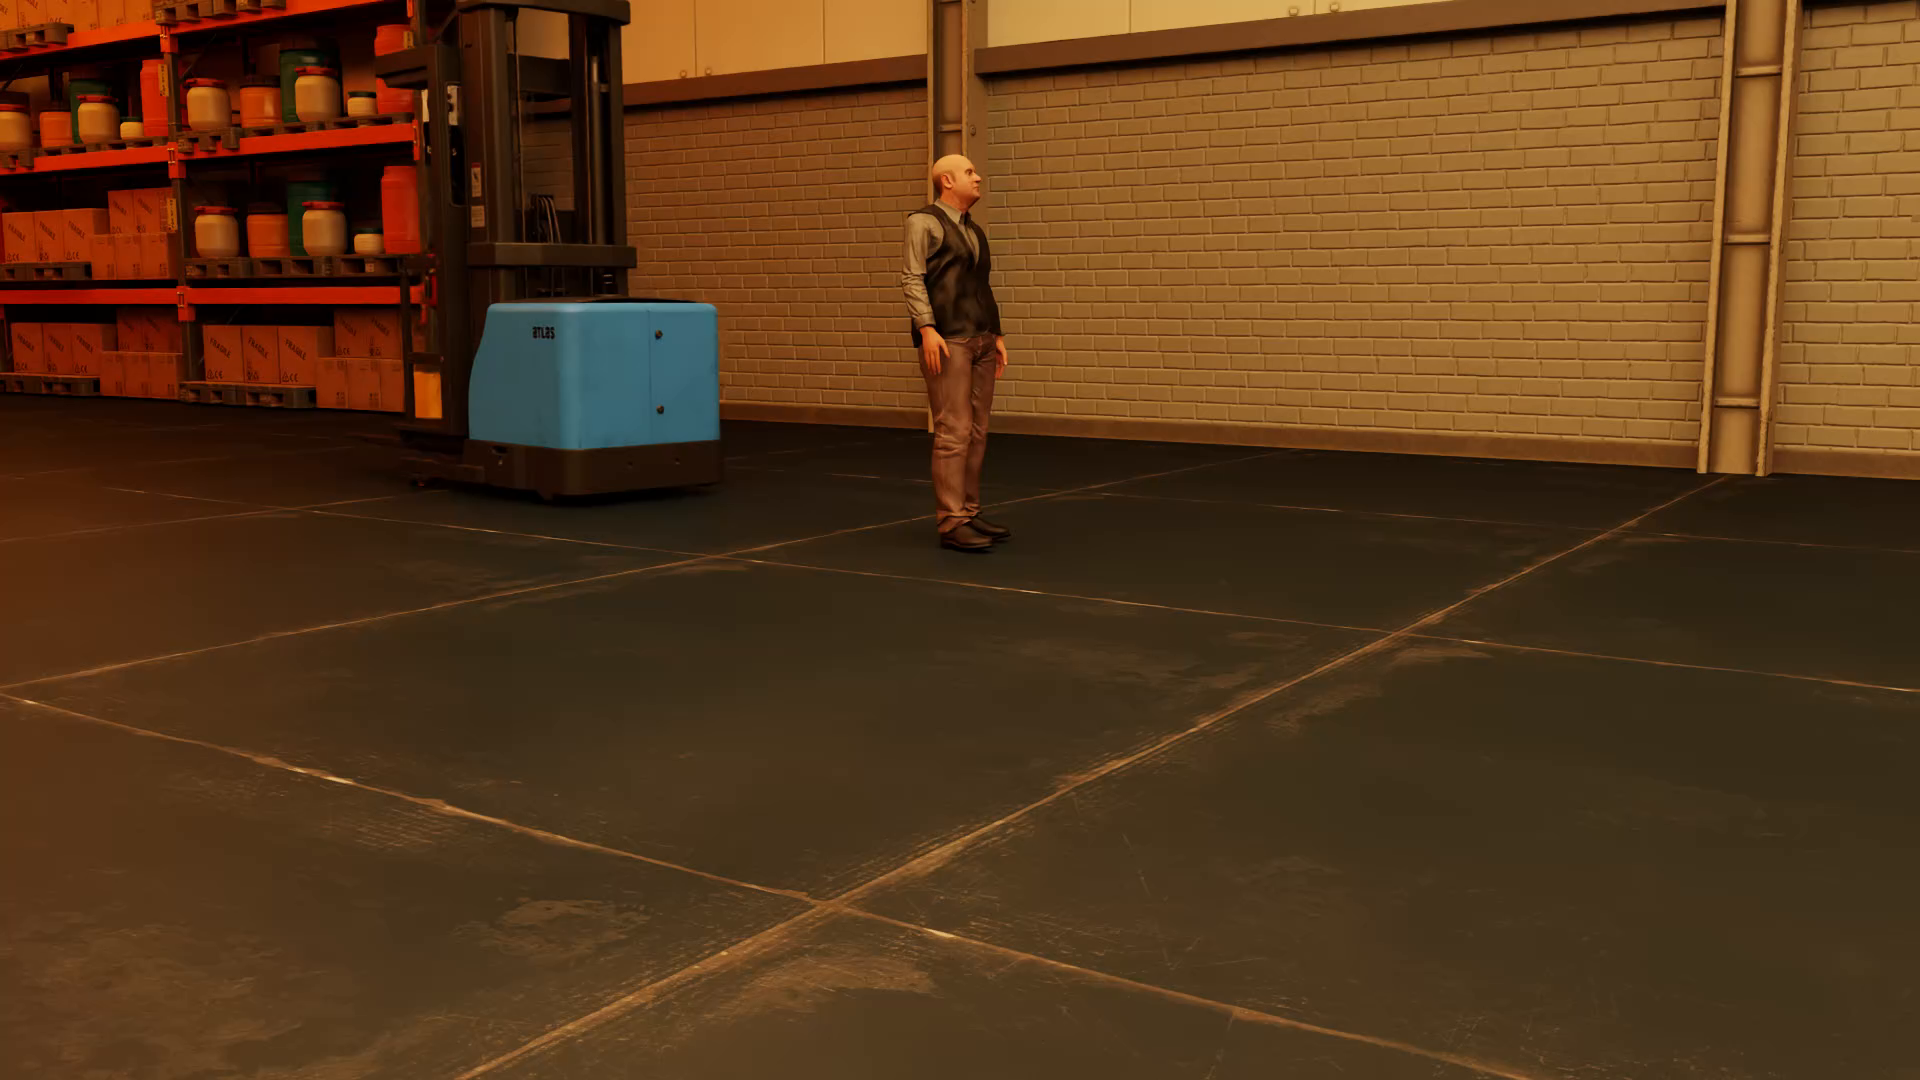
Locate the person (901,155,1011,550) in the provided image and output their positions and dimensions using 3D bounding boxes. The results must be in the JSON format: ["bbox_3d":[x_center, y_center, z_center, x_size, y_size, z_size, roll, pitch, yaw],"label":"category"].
[{"bbox_3d":[0.047,-0.854,7.440,0.568,1.720,0.632,5,10,34],"label":"person"}]

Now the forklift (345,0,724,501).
[{"bbox_3d":[-2.736,-1.810,9.925,3.031,2.935,1.130,8,11,44],"label":"forklift"}]
